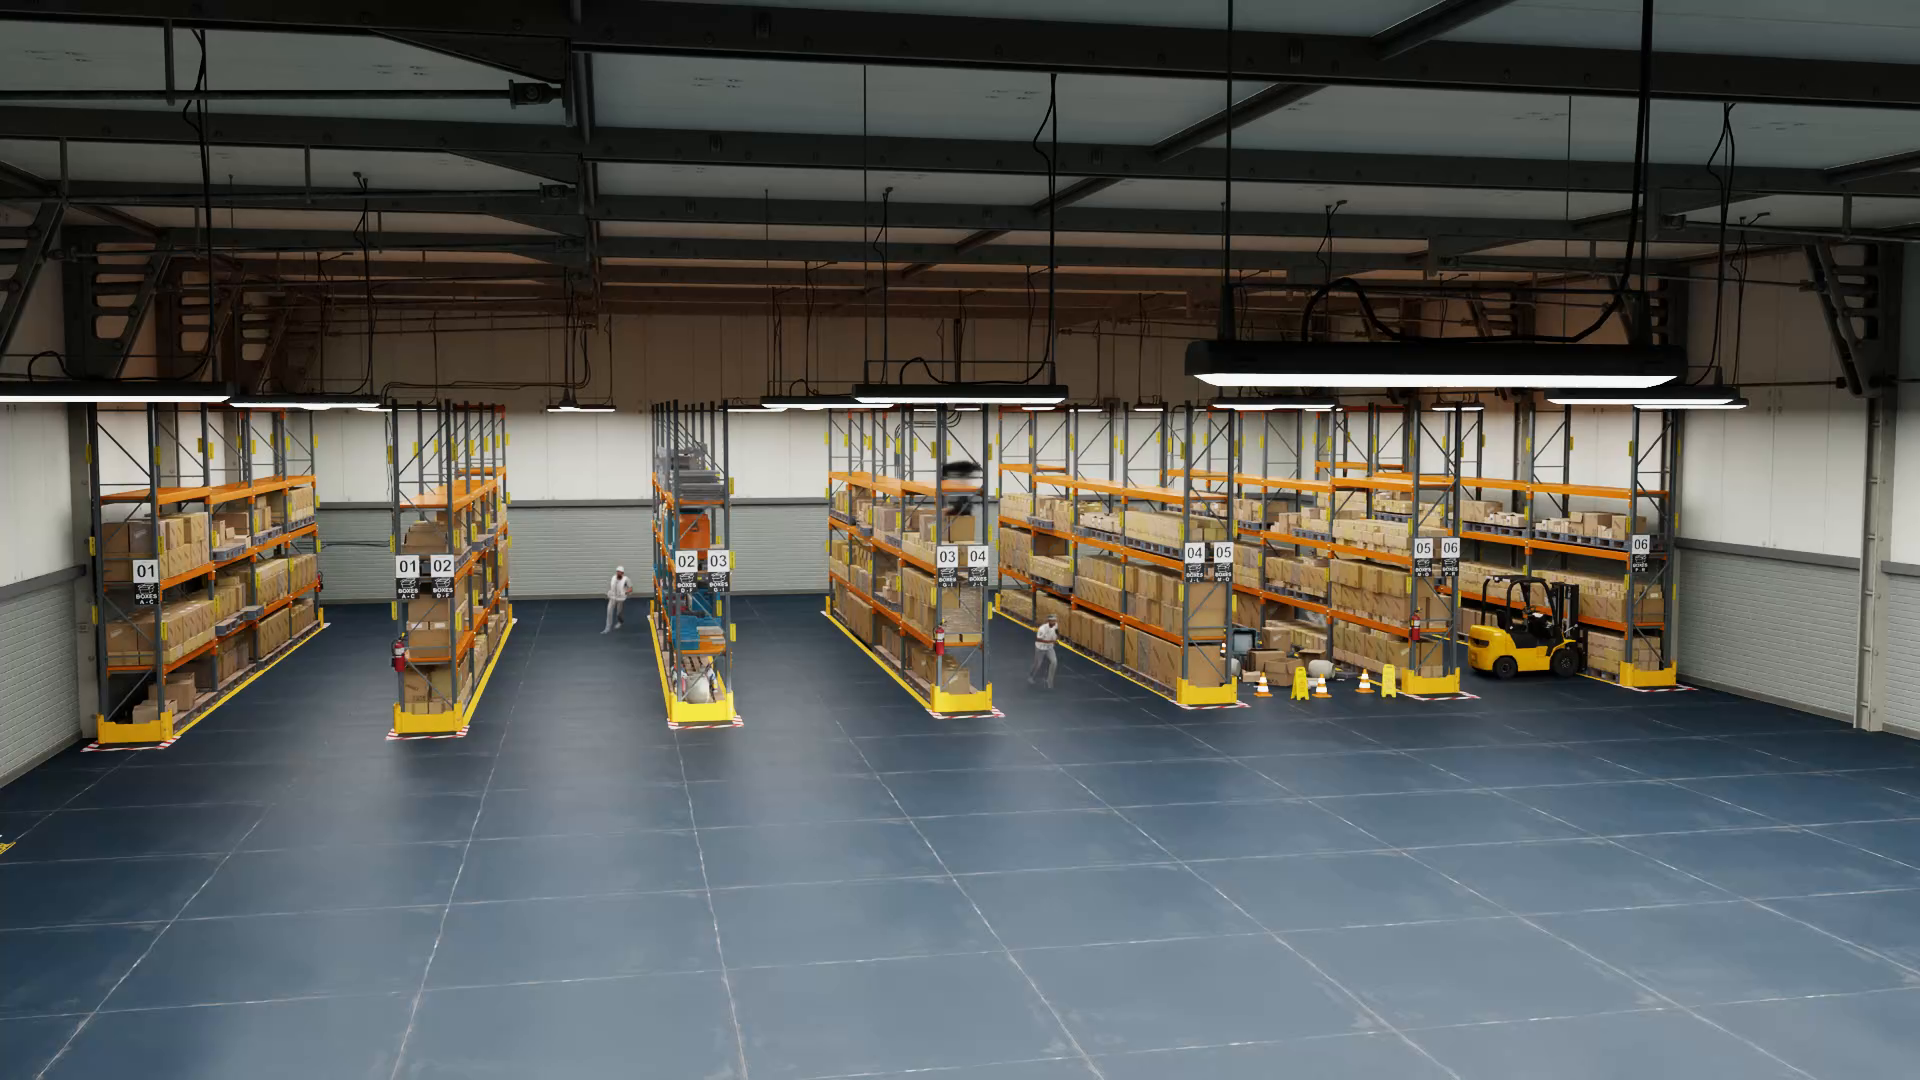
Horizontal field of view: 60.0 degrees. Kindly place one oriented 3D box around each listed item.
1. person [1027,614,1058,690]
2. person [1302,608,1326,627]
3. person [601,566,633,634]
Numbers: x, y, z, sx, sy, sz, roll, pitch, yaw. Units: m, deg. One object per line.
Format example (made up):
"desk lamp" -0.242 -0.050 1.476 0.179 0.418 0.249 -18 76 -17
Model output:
"person" 1.762 2.332 34.872 0.621 1.654 0.965 -3 5 -34
"person" 9.415 1.541 44.260 0.697 1.672 0.967 -2 5 -24
"person" -8.929 1.553 43.639 0.720 1.746 0.932 1 4 10
